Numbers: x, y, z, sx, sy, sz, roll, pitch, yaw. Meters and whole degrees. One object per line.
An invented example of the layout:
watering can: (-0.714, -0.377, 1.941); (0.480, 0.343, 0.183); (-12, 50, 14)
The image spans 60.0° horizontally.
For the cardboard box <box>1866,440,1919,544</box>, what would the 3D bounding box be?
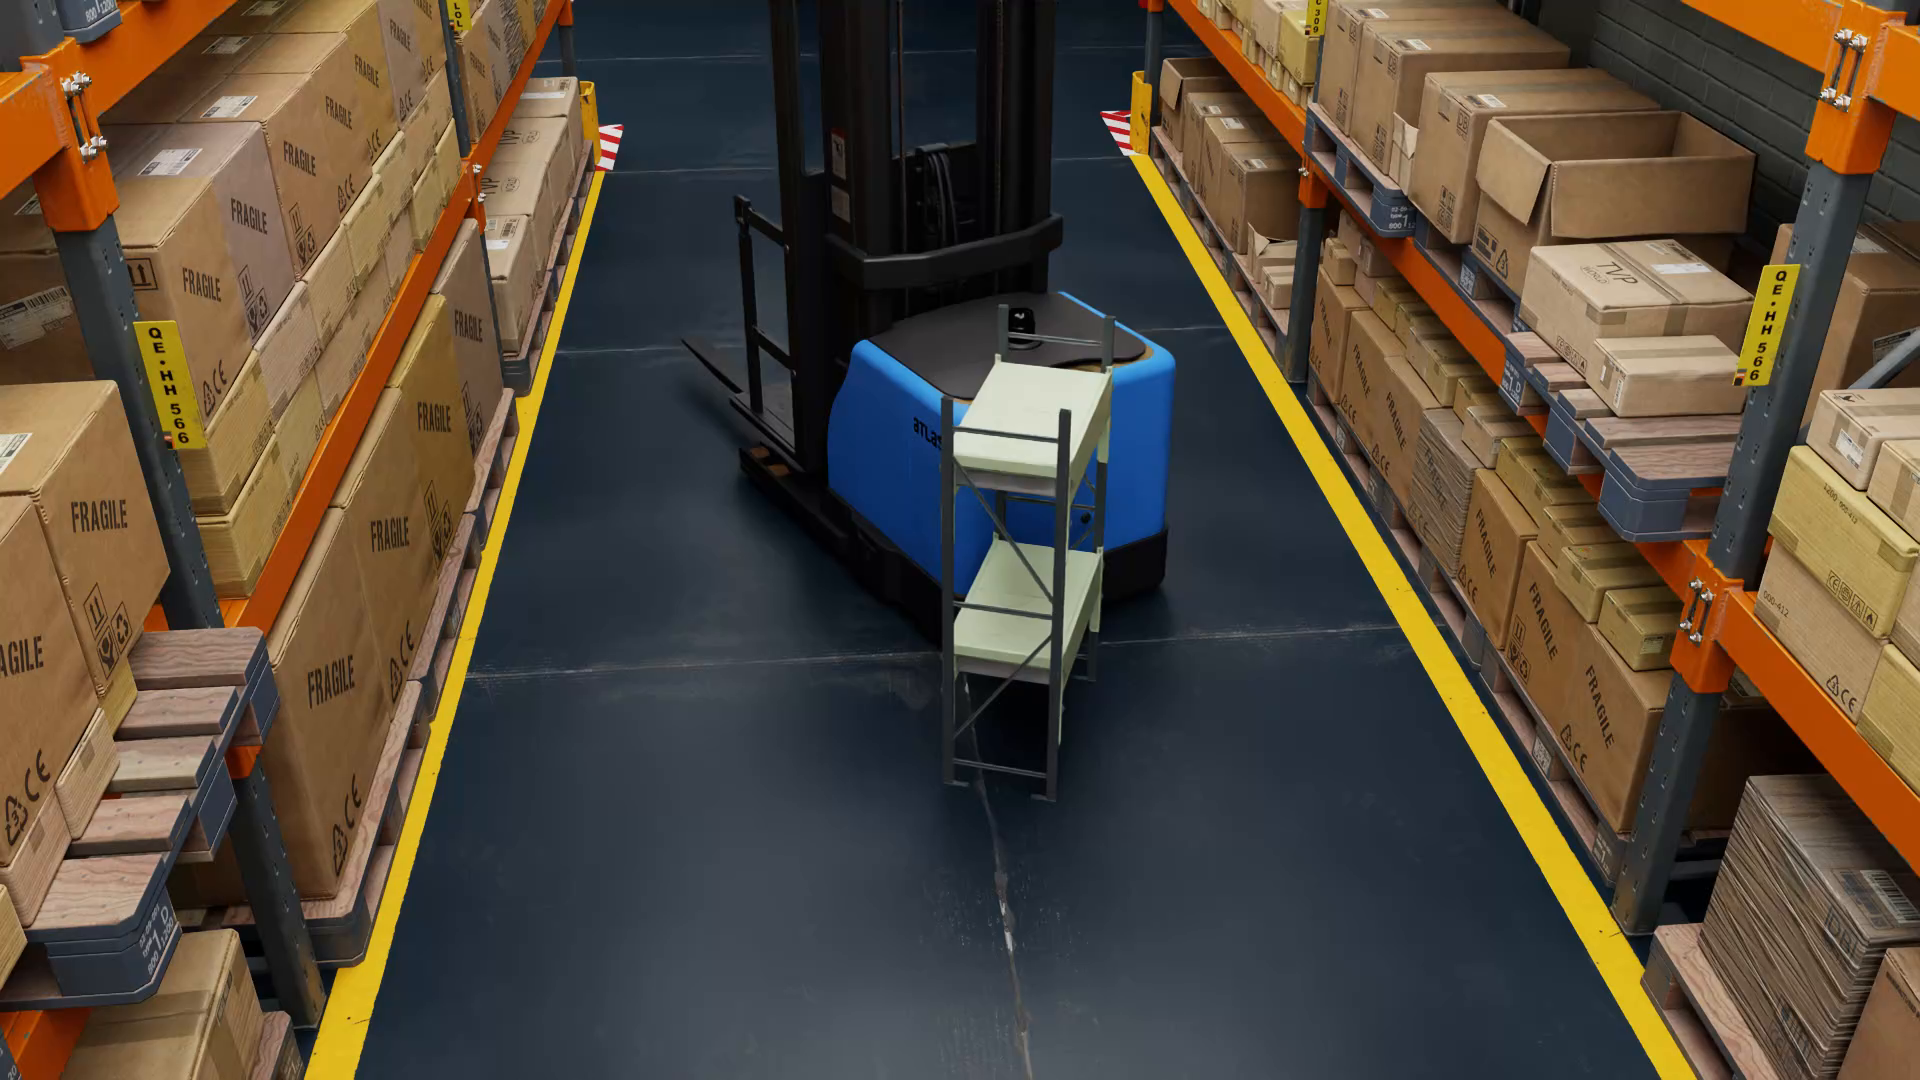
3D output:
cardboard box: (2.326, -0.111, 3.781); (0.380, 0.149, 0.250); (-2, 31, -4)

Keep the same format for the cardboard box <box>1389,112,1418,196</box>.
cardboard box: (1.937, -1.540, 6.625); (0.396, 0.266, 0.258); (-1, 31, -2)

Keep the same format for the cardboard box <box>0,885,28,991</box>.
cardboard box: (-1.893, 0.749, 2.906); (0.380, 0.149, 0.250); (-2, 31, -4)

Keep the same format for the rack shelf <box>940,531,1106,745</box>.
rack shelf: (0.231, 0.331, 5.869); (0.431, 0.370, 0.720); (8, 32, 13)

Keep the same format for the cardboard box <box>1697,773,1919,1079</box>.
cardboard box: (2.608, 1.055, 4.464); (0.875, 0.625, 0.625); (-2, 31, -3)

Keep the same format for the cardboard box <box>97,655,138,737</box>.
cardboard box: (-2.016, 0.354, 3.568); (0.380, 0.149, 0.250); (-2, 31, -4)

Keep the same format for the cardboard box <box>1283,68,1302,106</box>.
cardboard box: (1.863, -2.320, 8.454); (0.380, 0.149, 0.250); (-2, 31, -3)

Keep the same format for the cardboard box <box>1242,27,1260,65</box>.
cardboard box: (1.765, -2.716, 9.116); (0.380, 0.149, 0.250); (-3, 31, -5)

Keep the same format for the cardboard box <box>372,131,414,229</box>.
cardboard box: (-2.360, -1.323, 6.199); (0.500, 0.250, 0.500); (-2, 31, -3)

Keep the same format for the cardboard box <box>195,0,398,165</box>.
cardboard box: (-2.377, -1.638, 5.995); (0.500, 0.500, 0.500); (-2, 31, -3)

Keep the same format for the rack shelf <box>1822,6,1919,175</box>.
rack shelf: (2.750, -0.061, 2.203); (1.077, 0.370, 4.000); (-3, 31, -5)

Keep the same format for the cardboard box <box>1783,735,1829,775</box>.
cardboard box: (2.803, 0.561, 5.413); (0.500, 0.500, 0.500); (-2, 31, -3)

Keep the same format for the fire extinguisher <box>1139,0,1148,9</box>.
fire extinguisher: (1.342, -4.047, 11.539); (0.296, 0.674, 0.183); (-3, 31, -5)

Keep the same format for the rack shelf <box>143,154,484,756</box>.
rack shelf: (-2.565, -0.576, 5.990); (1.077, 0.370, 4.000); (-3, 31, -5)

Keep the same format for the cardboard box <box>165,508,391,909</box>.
cardboard box: (-2.360, 0.512, 5.130); (0.875, 0.875, 0.875); (-3, 31, -5)

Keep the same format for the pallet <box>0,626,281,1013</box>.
pallet: (-2.206, 0.578, 3.545); (1.213, 0.211, 1.003); (-3, 31, -5)

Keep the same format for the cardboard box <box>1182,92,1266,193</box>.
cardboard box: (1.820, -2.539, 10.604); (0.700, 0.500, 0.500); (-2, 31, -3)

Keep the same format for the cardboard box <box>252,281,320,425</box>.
cardboard box: (-2.227, -0.548, 4.901); (0.500, 0.250, 0.500); (-2, 31, -3)

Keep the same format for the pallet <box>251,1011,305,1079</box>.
pallet: (-2.307, 1.733, 4.143); (1.003, 0.211, 1.213); (-3, 31, -5)

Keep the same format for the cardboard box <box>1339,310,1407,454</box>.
cardboard box: (2.070, -0.723, 7.564); (0.500, 0.500, 0.500); (-3, 31, -5)

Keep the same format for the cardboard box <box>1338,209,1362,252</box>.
cardboard box: (2.019, -1.466, 7.884); (0.380, 0.149, 0.250); (-3, 31, -5)

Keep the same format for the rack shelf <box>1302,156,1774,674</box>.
rack shelf: (2.377, -0.815, 6.391); (1.077, 0.370, 4.000); (-3, 31, -5)

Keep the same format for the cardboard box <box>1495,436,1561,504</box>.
cardboard box: (2.225, -0.267, 6.168); (0.380, 0.149, 0.250); (-3, 31, -5)

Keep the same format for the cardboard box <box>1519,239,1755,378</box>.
cardboard box: (2.143, -0.742, 5.304); (0.500, 0.250, 0.500); (-4, 31, -7)

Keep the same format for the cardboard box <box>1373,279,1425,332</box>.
cardboard box: (2.097, -1.067, 7.506); (0.380, 0.149, 0.250); (-4, 31, -7)

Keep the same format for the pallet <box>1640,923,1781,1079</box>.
pallet: (2.601, 1.516, 4.506); (1.003, 0.211, 1.213); (-3, 31, -5)

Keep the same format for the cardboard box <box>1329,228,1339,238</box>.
cardboard box: (2.323, -1.672, 9.494); (0.380, 0.149, 0.250); (-3, 31, -5)

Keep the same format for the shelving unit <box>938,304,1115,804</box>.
shelving unit: (0.231, 0.051, 5.701); (0.431, 1.500, 0.755); (8, 32, 13)

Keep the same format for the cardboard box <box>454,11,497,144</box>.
cardboard box: (-2.535, -2.201, 7.911); (0.500, 0.500, 0.500); (-2, 31, -3)

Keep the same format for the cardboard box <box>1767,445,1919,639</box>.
cardboard box: (2.337, -0.014, 4.007); (0.500, 0.250, 0.500); (-3, 31, -5)

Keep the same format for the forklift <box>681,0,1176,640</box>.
forklift: (-0.359, -1.555, 6.995); (1.130, 2.935, 3.031); (-18, 35, -27)

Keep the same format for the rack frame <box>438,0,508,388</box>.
rack frame: (-2.752, -1.905, 7.515); (1.000, 3.000, 0.127); (-3, 31, -5)

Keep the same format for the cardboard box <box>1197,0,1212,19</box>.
cardboard box: (1.644, -3.238, 9.992); (0.380, 0.149, 0.250); (-4, 31, -6)

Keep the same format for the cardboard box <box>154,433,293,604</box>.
cardboard box: (-2.173, -0.061, 4.573); (0.500, 0.250, 0.500); (-3, 31, -5)

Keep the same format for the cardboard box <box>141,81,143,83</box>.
cardboard box: (-2.783, -1.102, 5.098); (0.500, 0.500, 0.500); (-3, 31, -5)

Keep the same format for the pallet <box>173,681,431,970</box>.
pallet: (-2.377, 0.928, 5.491); (1.003, 0.211, 1.213); (-3, 31, -5)

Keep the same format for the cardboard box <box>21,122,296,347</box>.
cardboard box: (-2.237, -0.852, 4.678); (0.500, 0.500, 0.500); (-3, 31, -4)

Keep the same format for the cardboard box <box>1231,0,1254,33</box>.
cardboard box: (1.804, -2.967, 9.149); (0.500, 0.250, 0.500); (-3, 31, -5)

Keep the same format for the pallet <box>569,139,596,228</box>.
pallet: (-2.973, -2.346, 10.972); (1.003, 0.211, 1.213); (-3, 31, -5)

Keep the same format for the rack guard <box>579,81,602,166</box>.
rack guard: (-3.128, -2.887, 11.595); (1.175, 0.500, 0.348); (-3, 31, -5)

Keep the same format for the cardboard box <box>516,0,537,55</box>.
cardboard box: (-2.666, -2.975, 9.208); (0.500, 0.500, 0.500); (-2, 31, -3)

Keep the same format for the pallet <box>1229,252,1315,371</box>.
pallet: (2.126, -1.299, 9.219); (1.003, 0.211, 1.213); (-3, 31, -5)

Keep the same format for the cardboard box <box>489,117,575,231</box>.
cardboard box: (-2.871, -2.229, 10.146); (0.875, 0.438, 0.875); (-2, 31, -3)

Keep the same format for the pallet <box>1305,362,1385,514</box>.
pallet: (2.303, -0.535, 7.939); (1.003, 0.211, 1.213); (-3, 31, -5)

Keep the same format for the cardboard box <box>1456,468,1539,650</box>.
cardboard box: (2.222, 0.061, 6.250); (0.500, 0.500, 0.500); (-1, 31, -2)

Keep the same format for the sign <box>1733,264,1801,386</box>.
sign: (2.024, -0.535, 4.169); (0.100, 0.325, 0.005); (-3, 31, -5)

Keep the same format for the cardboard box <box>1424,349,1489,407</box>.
cardboard box: (2.143, -0.671, 6.844); (0.380, 0.149, 0.250); (-2, 31, -3)

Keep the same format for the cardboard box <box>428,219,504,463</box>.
cardboard box: (-2.614, -0.861, 7.429); (0.875, 0.875, 0.875); (-2, 31, -3)

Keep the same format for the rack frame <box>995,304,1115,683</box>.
rack frame: (0.325, -0.130, 6.005); (0.400, 1.500, 0.023); (8, 32, 13)

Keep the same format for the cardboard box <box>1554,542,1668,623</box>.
cardboard box: (2.209, 0.133, 5.497); (0.380, 0.149, 0.250); (-4, 31, -7)

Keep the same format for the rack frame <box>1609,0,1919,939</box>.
rack frame: (2.563, -0.103, 4.497); (1.000, 3.000, 0.127); (-3, 31, -5)

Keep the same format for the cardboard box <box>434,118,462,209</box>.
cardboard box: (-2.459, -1.624, 7.190); (0.500, 0.250, 0.500); (-3, 31, -6)

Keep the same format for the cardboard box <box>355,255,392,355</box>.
cardboard box: (-2.332, -0.842, 5.881); (0.500, 0.250, 0.500); (-3, 31, -5)
